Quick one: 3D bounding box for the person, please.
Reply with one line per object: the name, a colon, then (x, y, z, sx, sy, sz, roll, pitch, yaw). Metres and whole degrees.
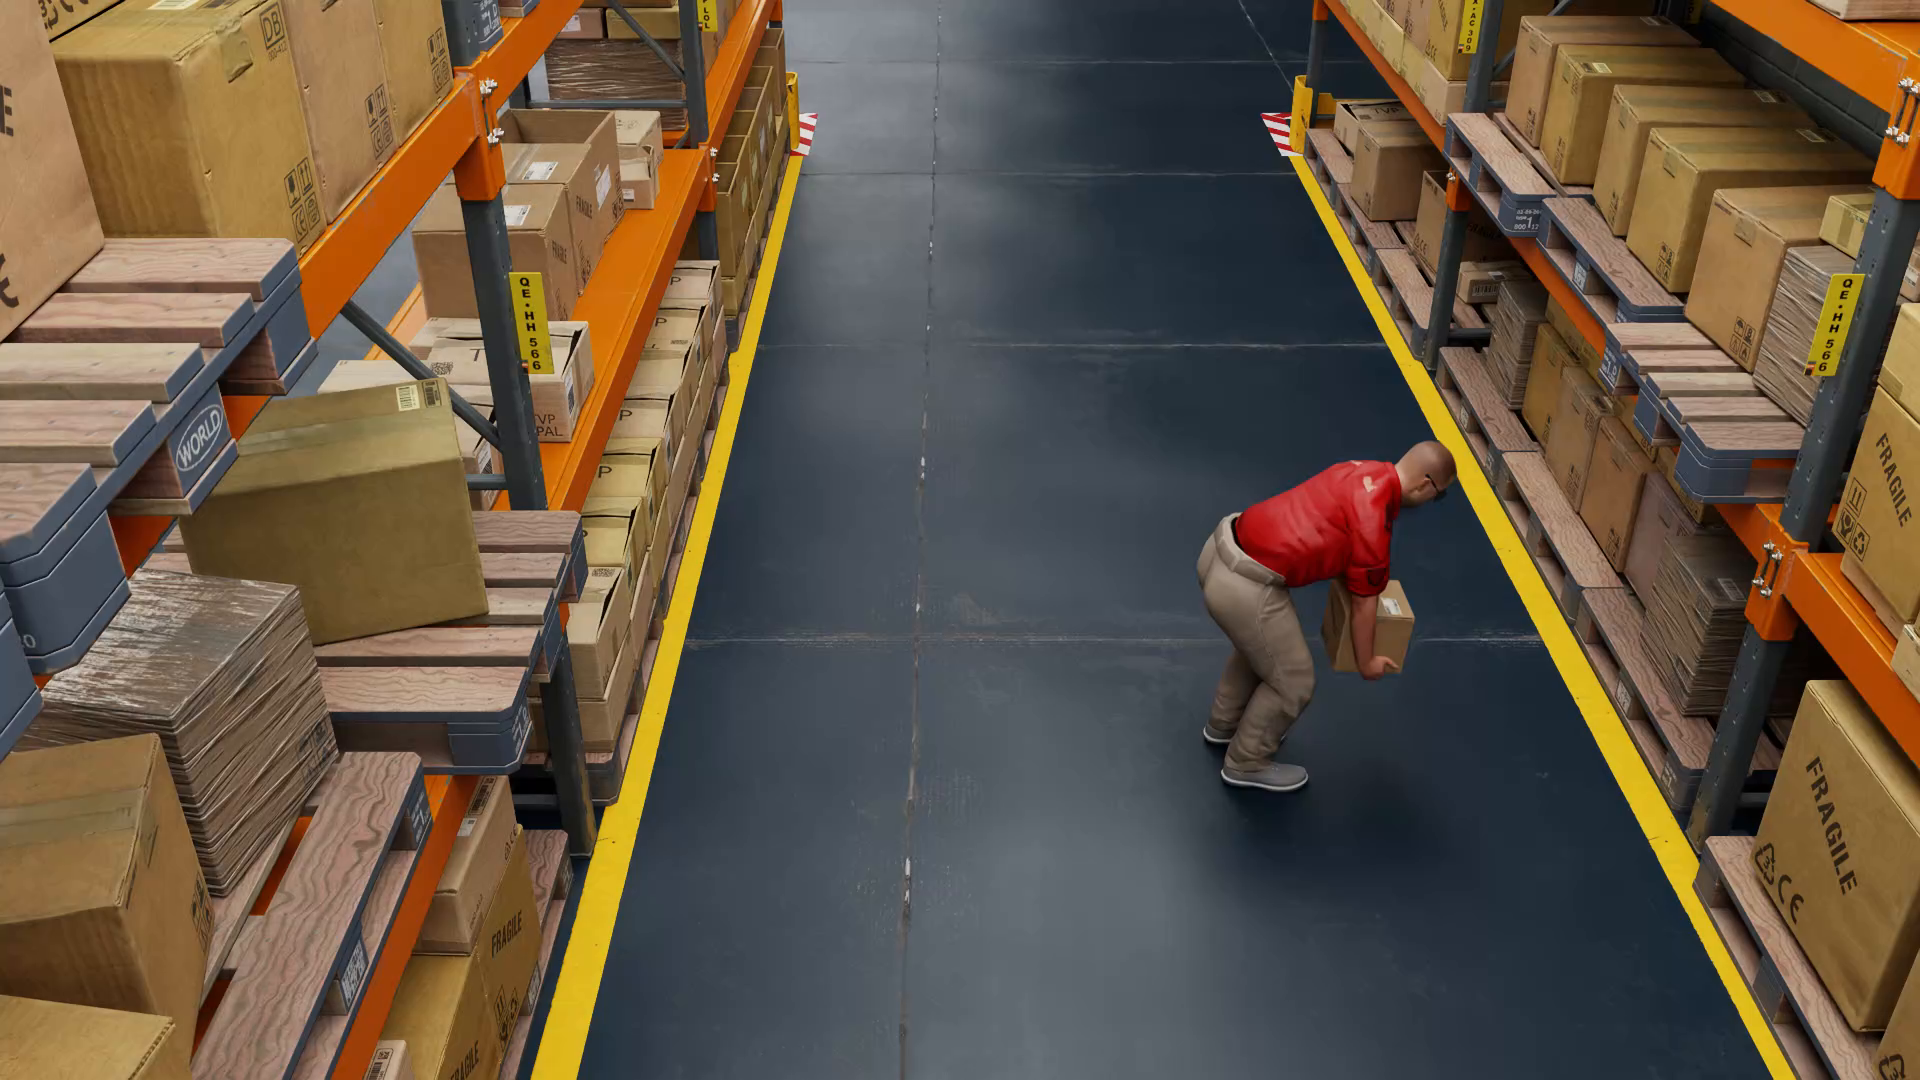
person: (1.294, 0.269, 6.068, 0.867, 1.360, 0.479, -1, 31, -2)
